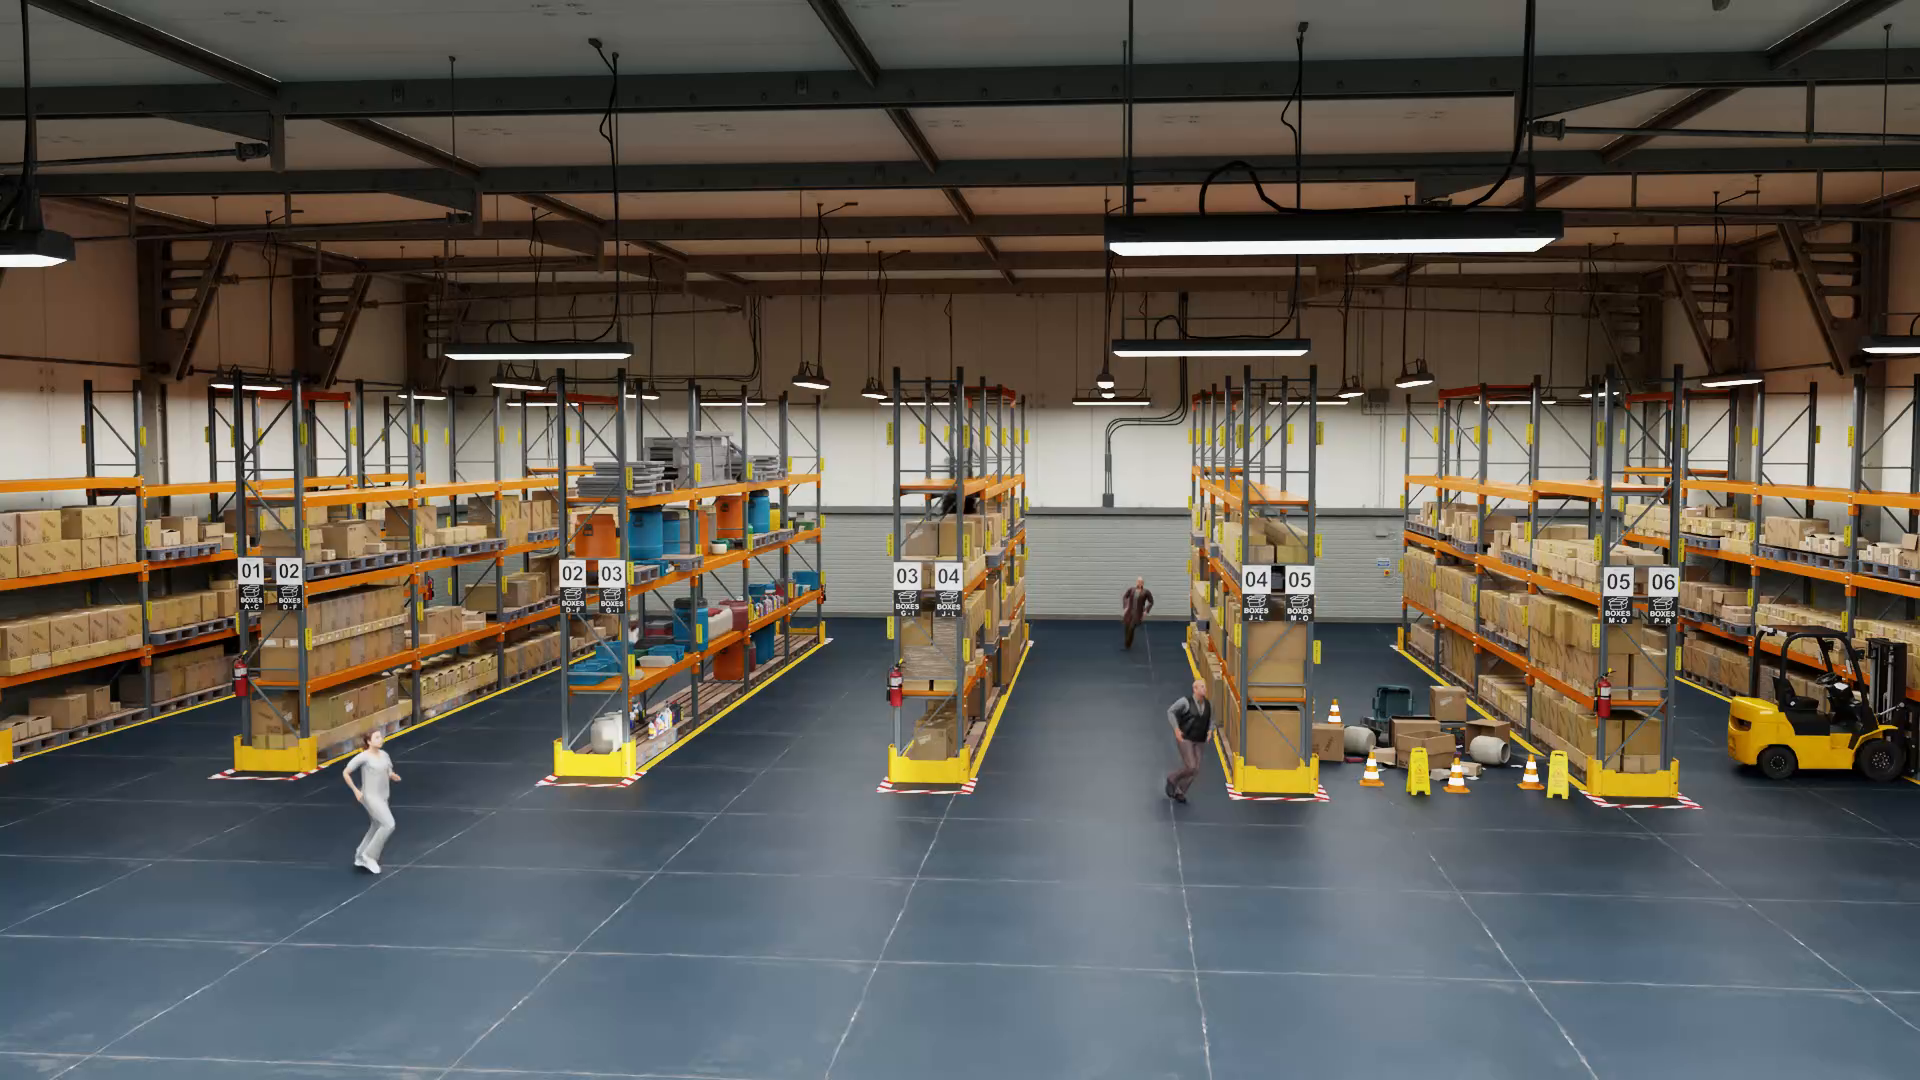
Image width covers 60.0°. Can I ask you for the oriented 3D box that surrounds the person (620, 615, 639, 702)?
[{"bbox_3d":[-6.163,2.228,31.309,0.571,1.653,0.572,0,4,3],"label":"person"}]

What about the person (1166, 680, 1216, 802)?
[{"bbox_3d":[3.215,2.756,22.808,0.699,1.668,0.535,-2,4,-26],"label":"person"}]

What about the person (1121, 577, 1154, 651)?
[{"bbox_3d":[4.147,1.727,38.898,0.781,1.722,0.768,1,4,21],"label":"person"}]

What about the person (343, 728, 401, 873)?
[{"bbox_3d":[-6.693,2.980,19.060,0.670,1.659,0.537,1,4,18],"label":"person"}]
